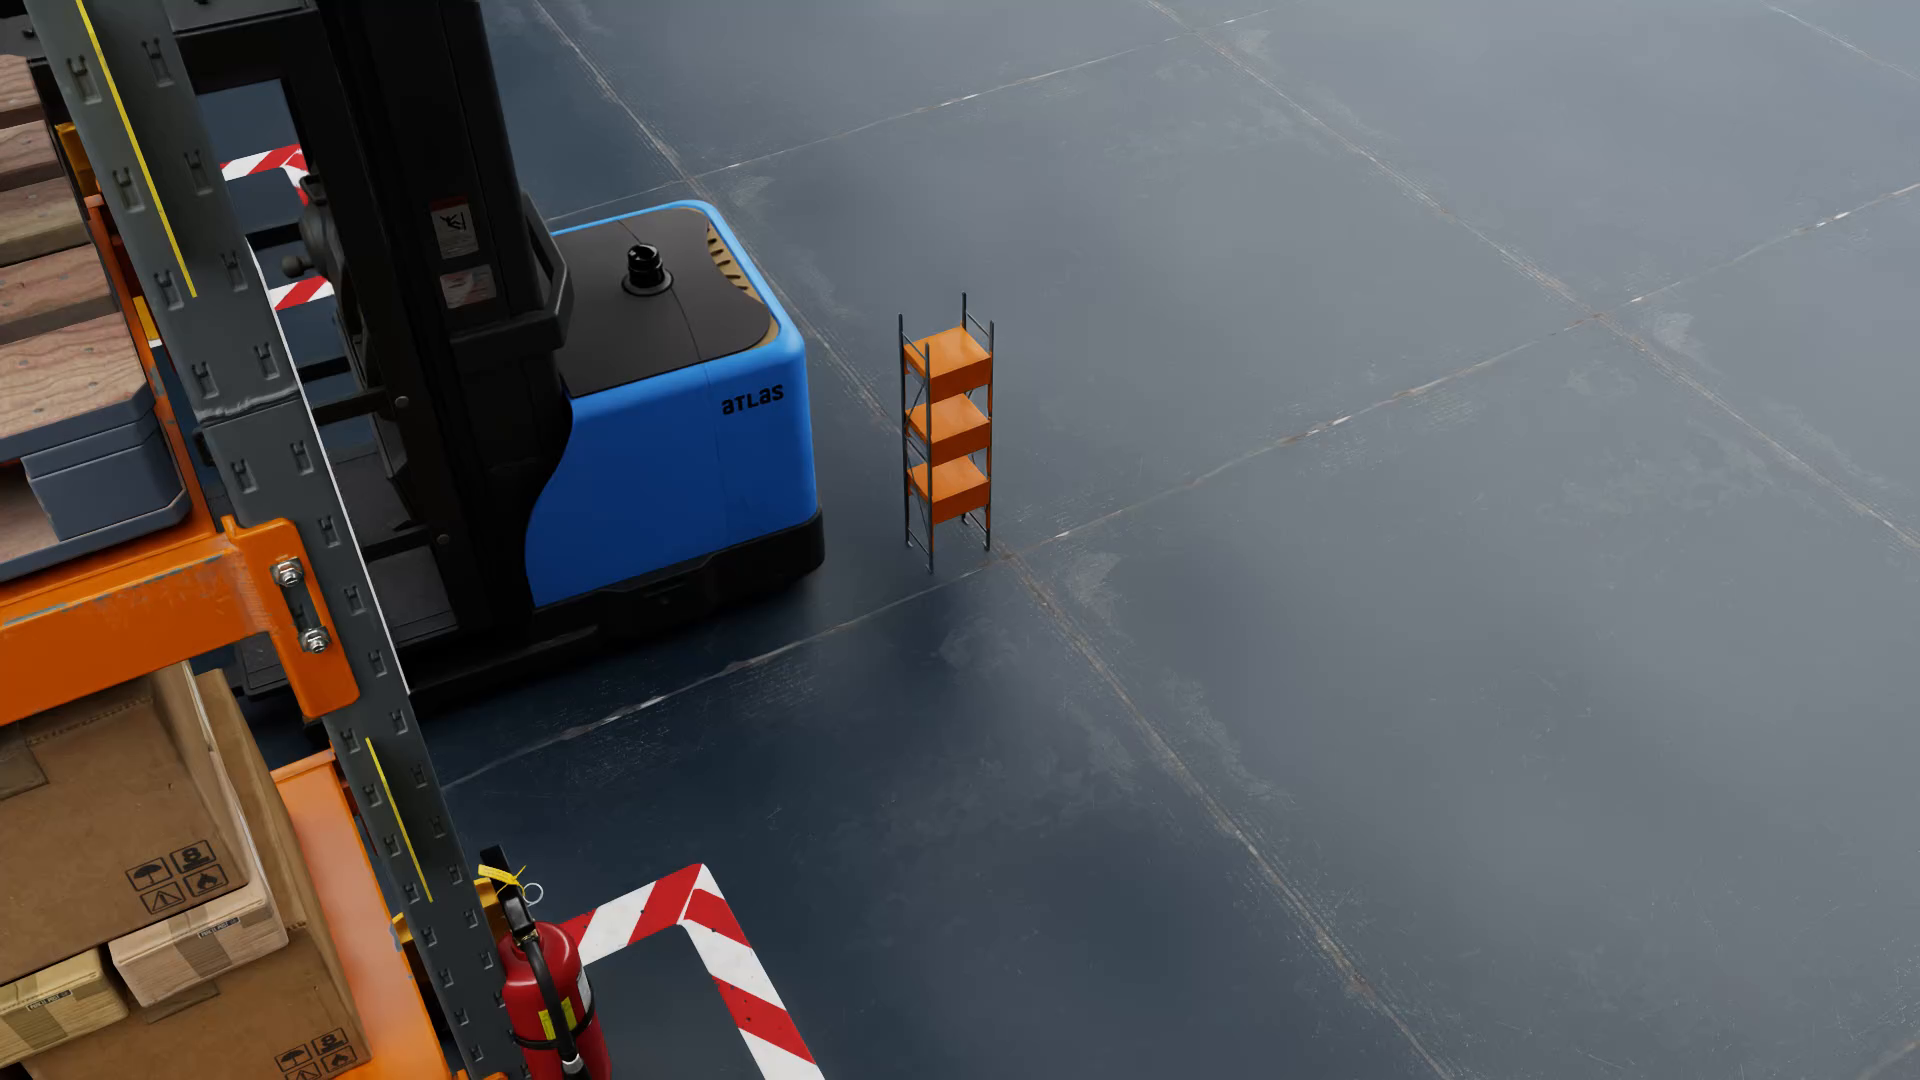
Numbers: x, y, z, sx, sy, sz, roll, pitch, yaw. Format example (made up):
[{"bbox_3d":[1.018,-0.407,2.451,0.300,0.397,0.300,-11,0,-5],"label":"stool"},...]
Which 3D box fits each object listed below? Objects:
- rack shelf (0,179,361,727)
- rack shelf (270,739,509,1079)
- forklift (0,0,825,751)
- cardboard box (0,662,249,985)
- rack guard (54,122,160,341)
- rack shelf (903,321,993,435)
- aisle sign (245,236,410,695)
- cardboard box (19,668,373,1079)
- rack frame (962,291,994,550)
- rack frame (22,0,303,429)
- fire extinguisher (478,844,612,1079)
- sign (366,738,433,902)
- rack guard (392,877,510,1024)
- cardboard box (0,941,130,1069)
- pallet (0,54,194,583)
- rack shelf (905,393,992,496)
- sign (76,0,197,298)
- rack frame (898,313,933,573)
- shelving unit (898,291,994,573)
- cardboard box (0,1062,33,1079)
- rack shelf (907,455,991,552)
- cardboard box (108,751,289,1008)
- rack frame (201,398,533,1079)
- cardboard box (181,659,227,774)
[{"bbox_3d":[-2.880,0.490,1.954,4.000,0.370,1.077,-22,48,-21],"label":"rack shelf"},{"bbox_3d":[-2.880,1.566,2.999,4.000,0.370,1.077,-22,48,-21],"label":"rack shelf"},{"bbox_3d":[-2.050,-0.785,4.955,3.031,2.935,1.130,-18,47,-18],"label":"forklift"},{"bbox_3d":[-1.603,0.285,2.799,0.500,0.500,0.700,-22,48,-21],"label":"cardboard box"},{"bbox_3d":[-3.653,-1.426,7.361,0.348,0.500,1.175,-22,48,-21],"label":"rack guard"},{"bbox_3d":[-0.046,-0.554,5.675,0.240,0.259,0.215,-22,48,-21],"label":"rack shelf"},{"bbox_3d":[-0.943,-0.164,2.399,0.004,0.787,0.394,-22,48,-21],"label":"aisle sign"},{"bbox_3d":[-1.557,0.733,3.270,0.500,0.500,0.700,-22,48,-21],"label":"cardboard box"},{"bbox_3d":[0.059,-0.401,5.909,0.008,1.050,0.200,-22,48,-21],"label":"rack frame"},{"bbox_3d":[-1.146,-1.539,1.374,0.127,3.000,1.000,-22,48,-21],"label":"rack frame"},{"bbox_3d":[-0.812,0.881,3.244,0.183,0.674,0.296,-22,48,-21],"label":"fire extinguisher"},{"bbox_3d":[-0.888,0.446,2.635,0.005,0.325,0.100,-22,48,-21],"label":"sign"},{"bbox_3d":[-1.125,1.503,4.342,0.348,0.500,1.175,-22,48,-21],"label":"rack guard"},{"bbox_3d":[-1.609,0.685,2.853,0.250,0.149,0.380,-21,48,-20],"label":"cardboard box"},{"bbox_3d":[-1.772,-0.201,2.213,1.213,0.211,1.003,-22,48,-21],"label":"pallet"},{"bbox_3d":[-0.046,-0.351,5.873,0.240,0.259,0.215,-22,48,-21],"label":"rack shelf"},{"bbox_3d":[-0.888,-0.419,1.795,0.005,0.325,0.100,-22,48,-21],"label":"sign"},{"bbox_3d":[-0.152,-0.316,5.822,0.008,1.050,0.200,-22,48,-21],"label":"rack frame"},{"bbox_3d":[-0.046,-0.358,5.865,0.252,1.050,0.215,-22,48,-21],"label":"shelving unit"},{"bbox_3d":[-2.010,0.918,3.079,0.500,0.500,0.700,-21,48,-20],"label":"cardboard box"},{"bbox_3d":[-0.046,-0.151,6.066,0.240,0.259,0.215,-22,48,-21],"label":"rack shelf"},{"bbox_3d":[-1.382,0.593,2.947,0.250,0.149,0.380,-23,49,-22],"label":"cardboard box"},{"bbox_3d":[-1.146,0.614,3.463,0.127,3.000,1.000,-22,48,-21],"label":"rack frame"},{"bbox_3d":[-1.593,0.352,3.196,0.250,0.149,0.380,-22,48,-21],"label":"cardboard box"}]
